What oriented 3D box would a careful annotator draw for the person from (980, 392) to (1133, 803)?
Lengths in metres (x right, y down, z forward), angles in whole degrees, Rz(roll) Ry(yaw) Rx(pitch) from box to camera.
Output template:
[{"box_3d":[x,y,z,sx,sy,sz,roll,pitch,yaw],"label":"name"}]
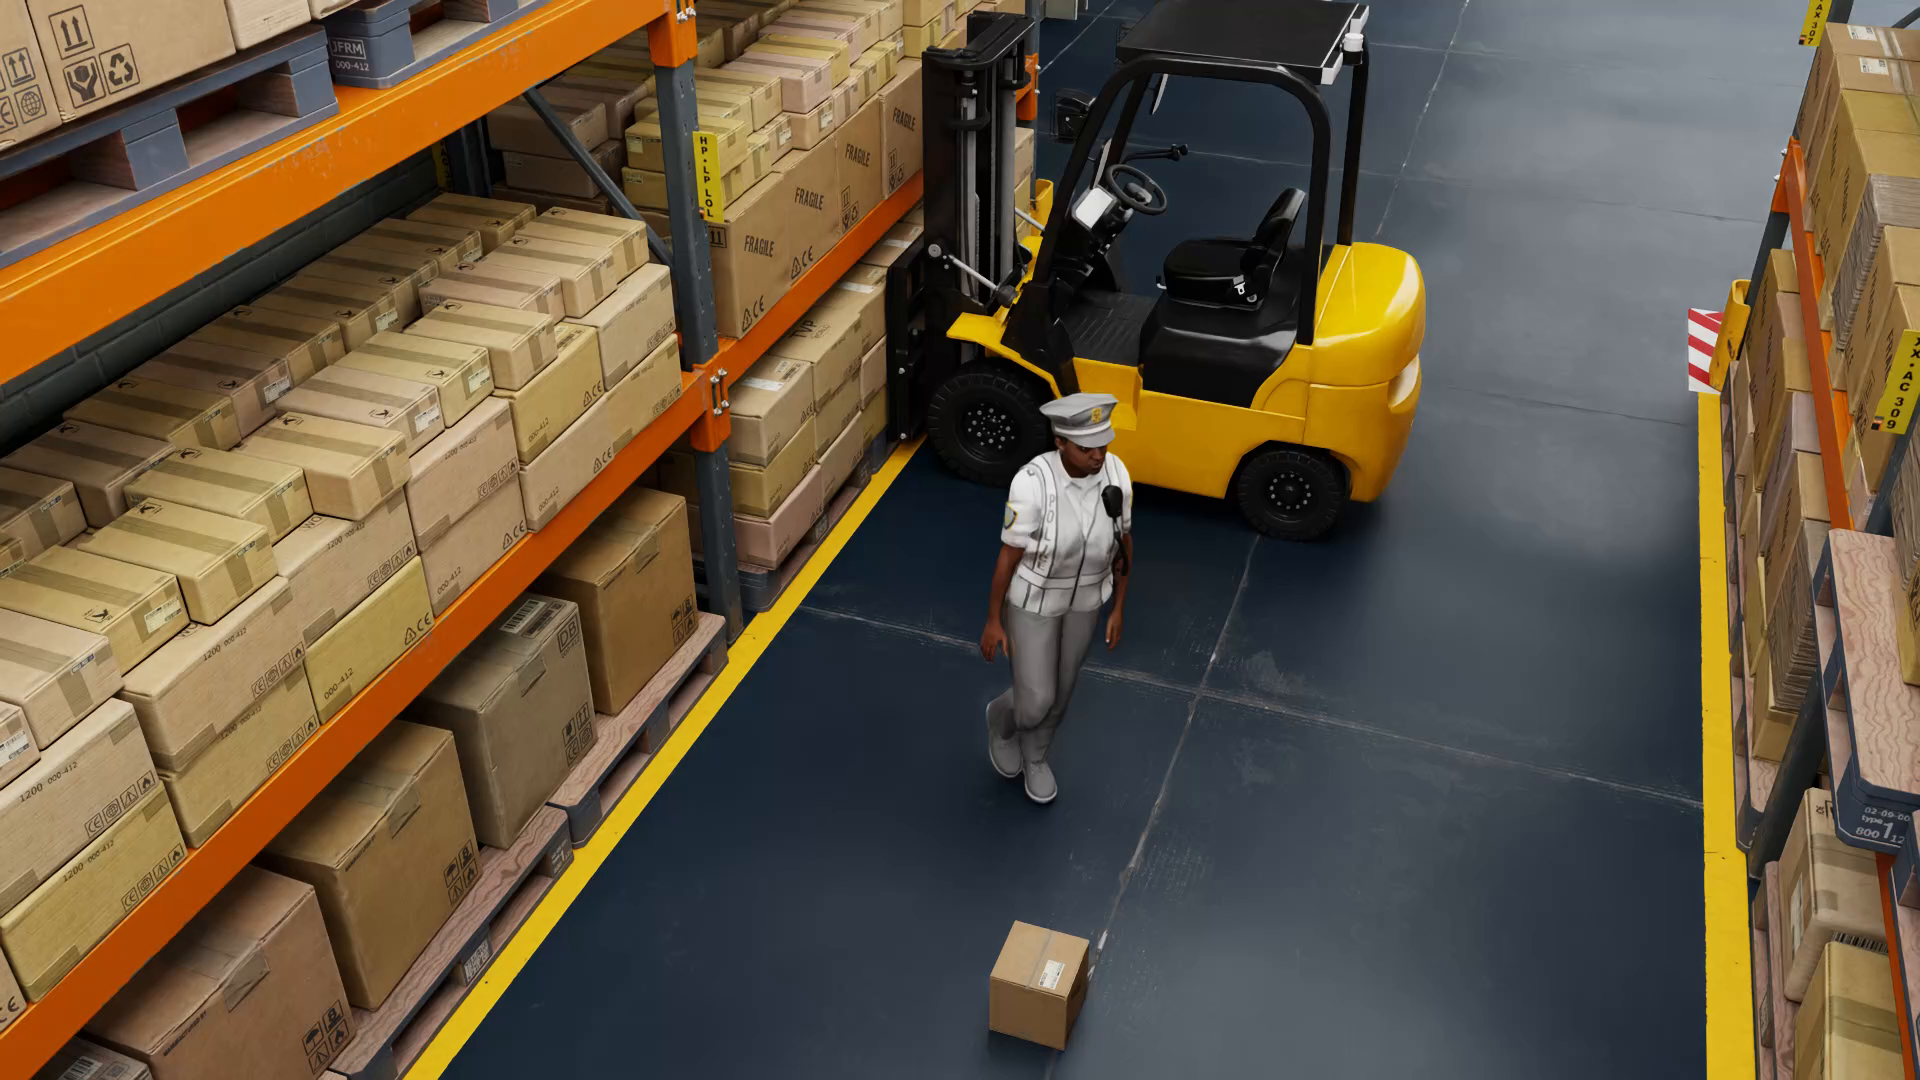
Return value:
[{"box_3d":[0.311,0.206,5.783,0.554,1.671,0.465,-12,35,-17],"label":"person"}]
